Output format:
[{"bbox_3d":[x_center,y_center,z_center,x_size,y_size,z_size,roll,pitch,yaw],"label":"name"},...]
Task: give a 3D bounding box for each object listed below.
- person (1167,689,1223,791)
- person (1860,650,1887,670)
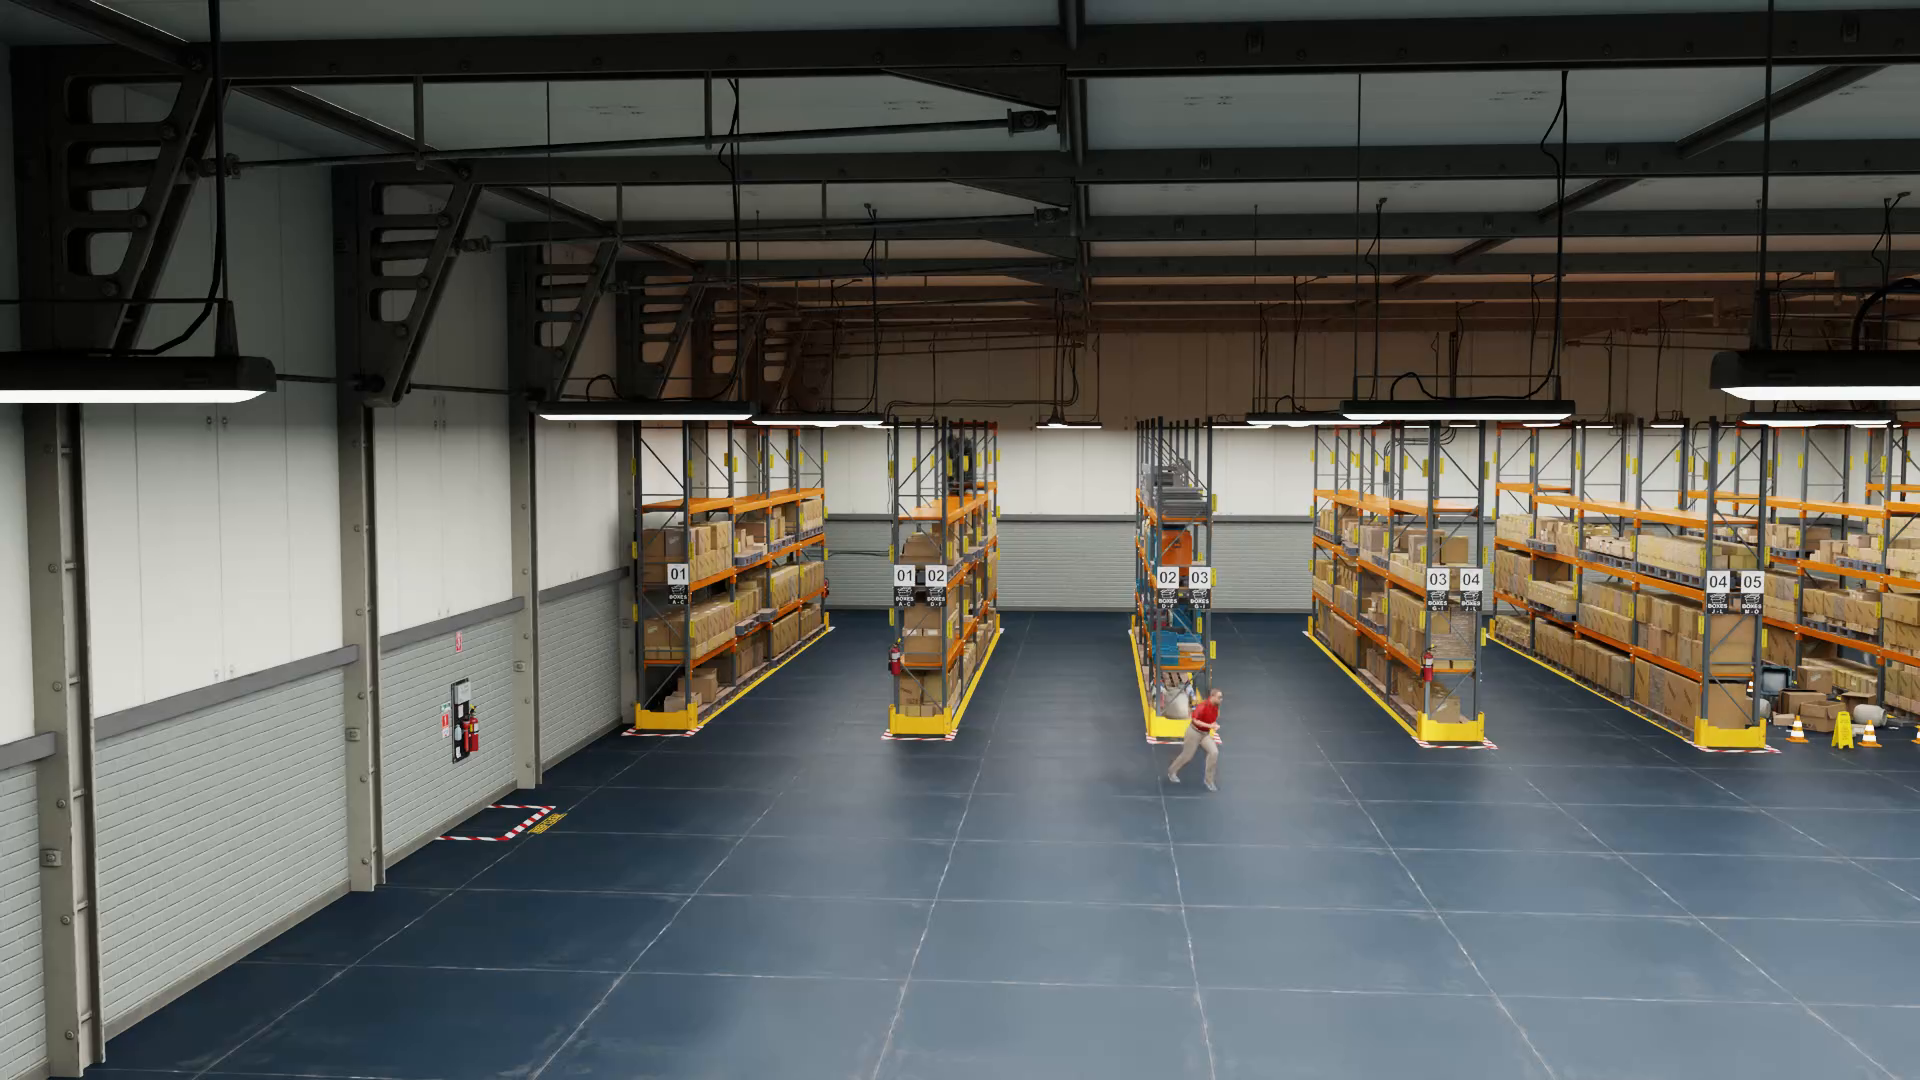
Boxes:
[{"bbox_3d":[3.789,3.196,26.733,1.013,1.697,0.707,3,5,40],"label":"person"},{"bbox_3d":[21.756,2.259,39.653,0.671,1.828,0.901,0,4,4],"label":"person"}]
